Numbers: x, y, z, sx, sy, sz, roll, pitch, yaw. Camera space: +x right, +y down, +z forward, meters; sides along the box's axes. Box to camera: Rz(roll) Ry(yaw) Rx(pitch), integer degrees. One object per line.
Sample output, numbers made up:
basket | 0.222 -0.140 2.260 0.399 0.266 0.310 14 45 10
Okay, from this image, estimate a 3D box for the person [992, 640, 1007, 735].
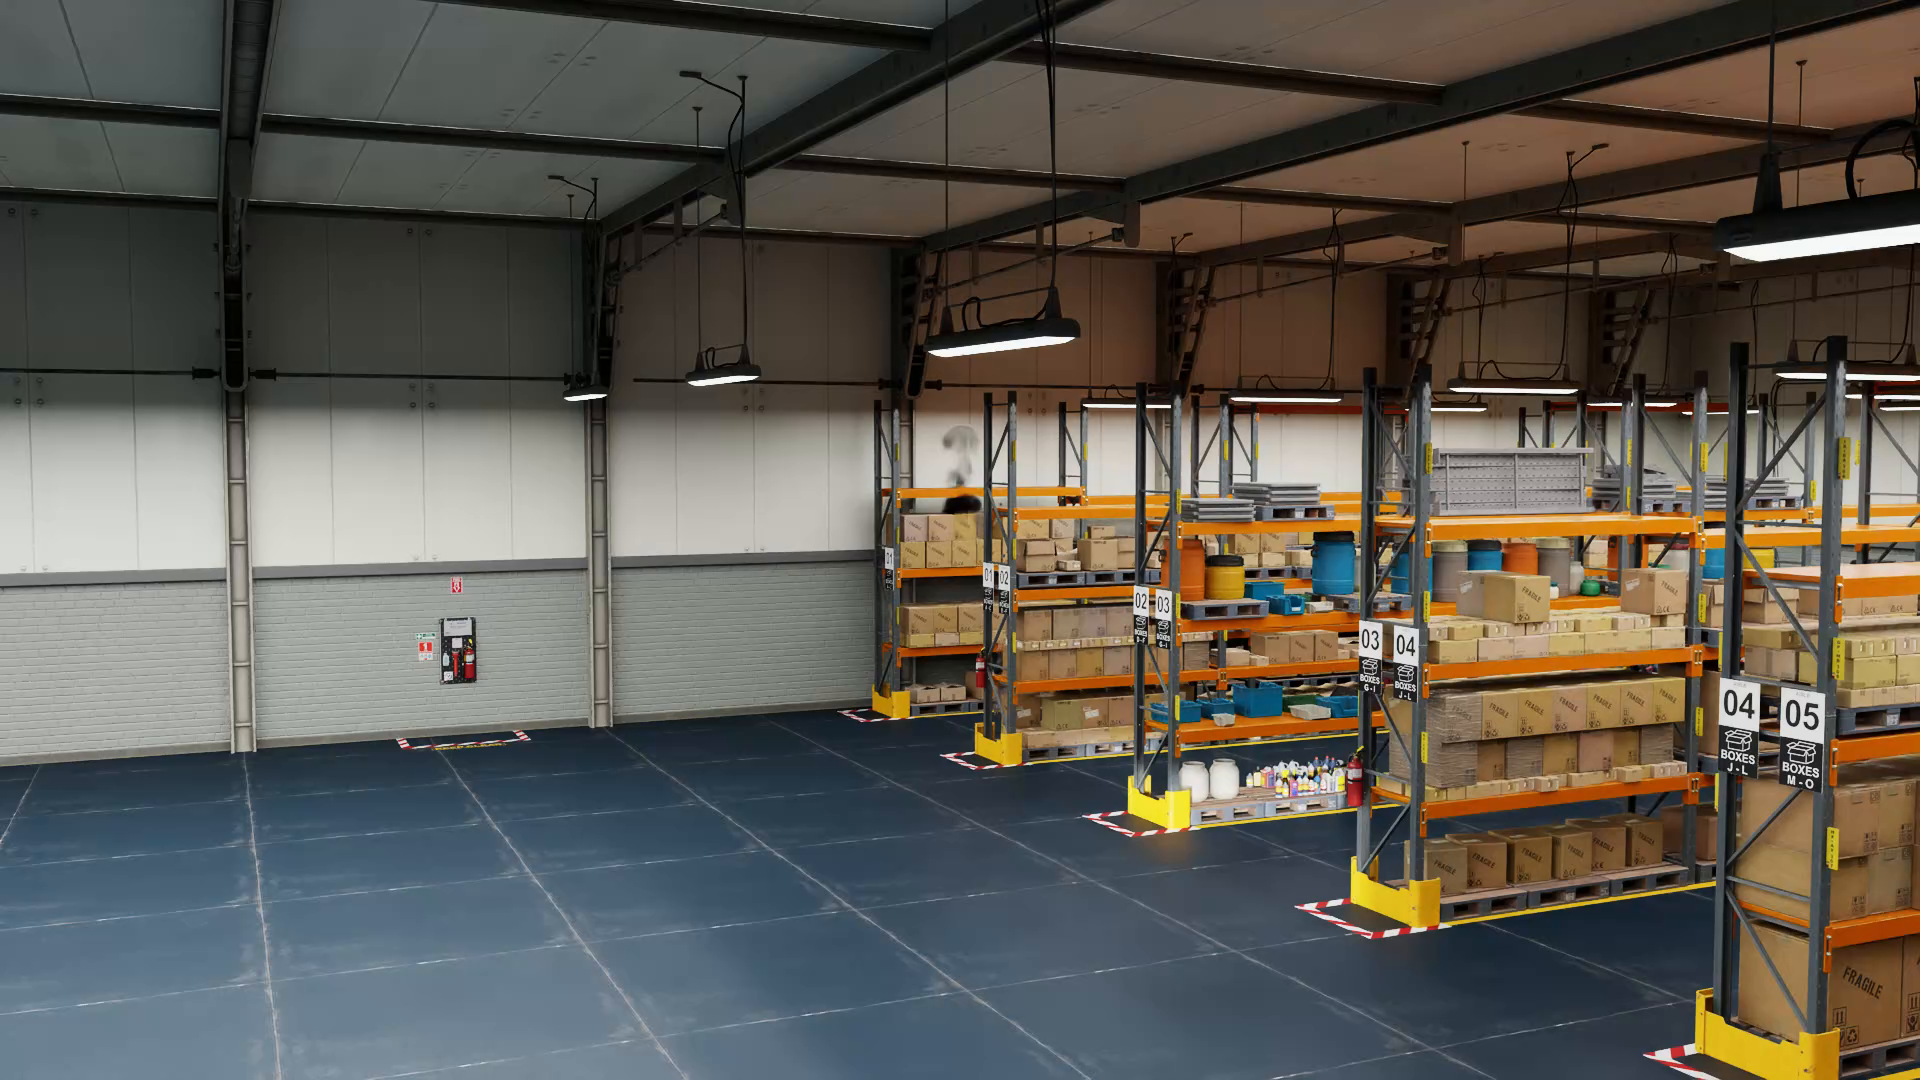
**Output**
person | 0.795 2.614 29.445 0.608 1.686 0.675 -2 4 -31
